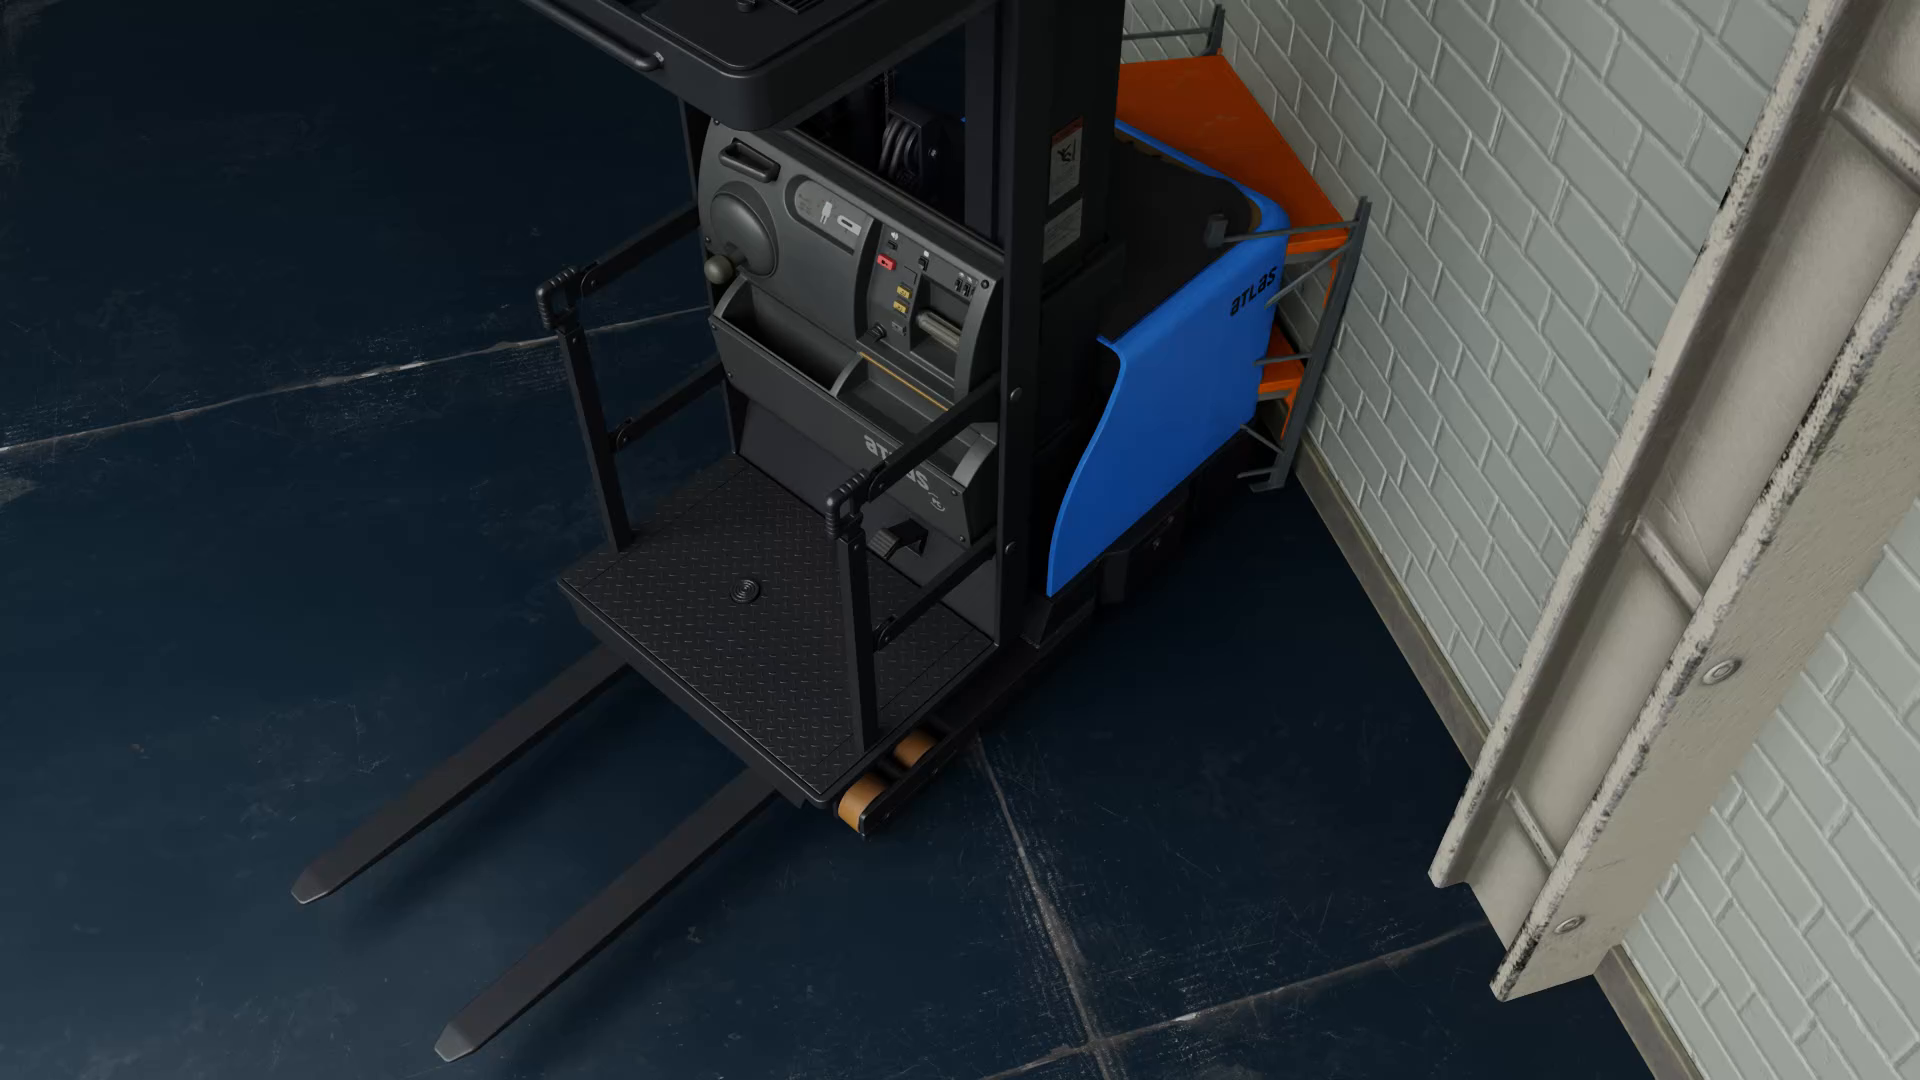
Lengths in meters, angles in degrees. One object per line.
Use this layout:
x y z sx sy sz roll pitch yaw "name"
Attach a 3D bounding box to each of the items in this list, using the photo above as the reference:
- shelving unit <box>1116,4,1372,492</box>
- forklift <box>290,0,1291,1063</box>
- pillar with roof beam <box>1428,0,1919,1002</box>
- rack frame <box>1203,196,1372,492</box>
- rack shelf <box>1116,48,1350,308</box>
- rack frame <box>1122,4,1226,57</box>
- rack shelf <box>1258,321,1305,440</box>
0.708 -0.888 5.242 0.538 1.125 1.048 -10 50 -15 "shelving unit"
-0.427 -0.591 3.831 1.130 2.935 3.031 35 58 26 "forklift"
-2.645 -0.924 0.143 9.100 9.000 0.400 -13 51 -11 "pillar with roof beam"
0.859 -0.521 4.924 0.500 1.125 0.032 -10 50 -15 "rack frame"
0.734 -1.085 5.027 0.538 0.278 1.000 -10 50 -15 "rack shelf"
0.556 -1.254 5.560 0.500 1.125 0.032 -10 50 -15 "rack frame"
0.686 -0.723 5.421 0.538 0.278 1.000 -10 50 -15 "rack shelf"
